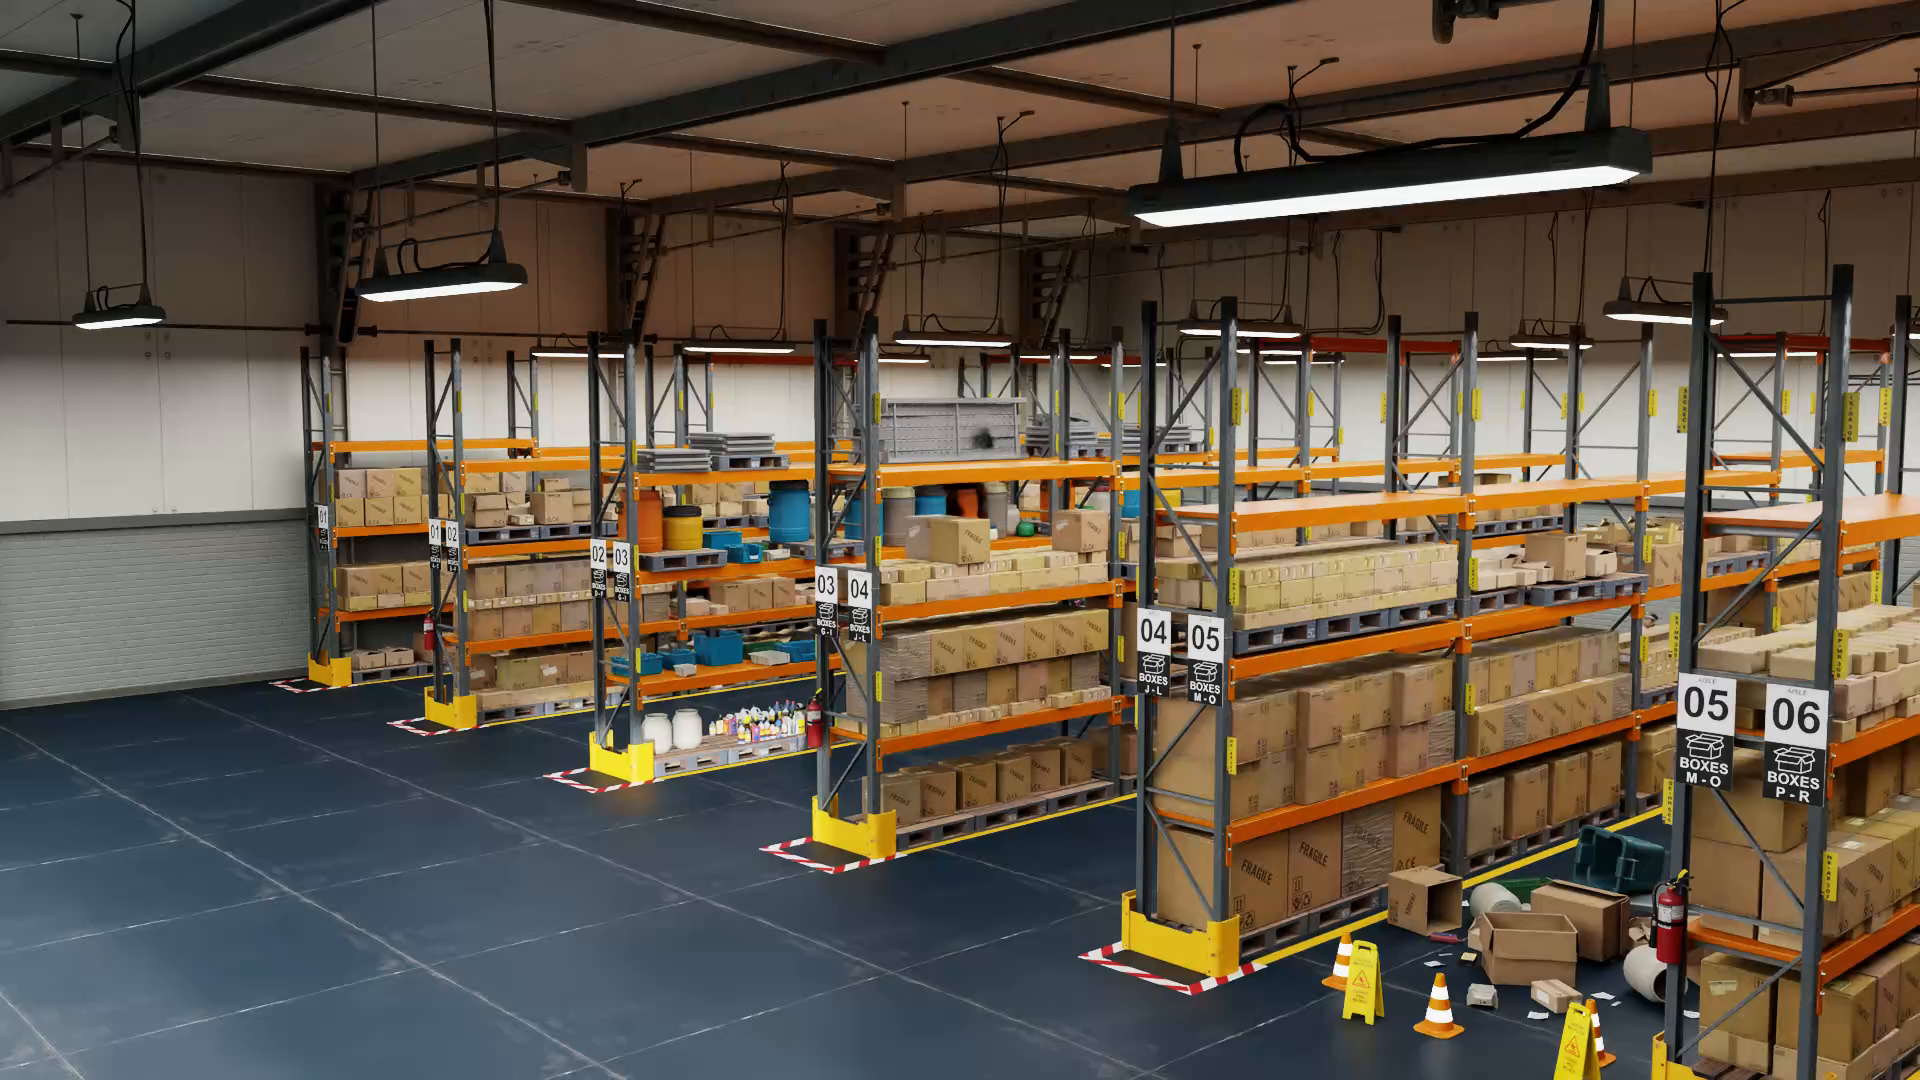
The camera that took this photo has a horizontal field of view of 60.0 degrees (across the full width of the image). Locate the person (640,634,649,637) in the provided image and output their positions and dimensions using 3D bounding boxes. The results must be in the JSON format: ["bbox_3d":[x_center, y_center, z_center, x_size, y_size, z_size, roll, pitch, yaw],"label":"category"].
[{"bbox_3d":[-5.789,1.767,30.098,0.645,1.485,0.522,4,6,39],"label":"person"}]

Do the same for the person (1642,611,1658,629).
[{"bbox_3d":[11.129,1.973,26.976,0.523,1.654,0.668,-4,6,-37],"label":"person"}]
